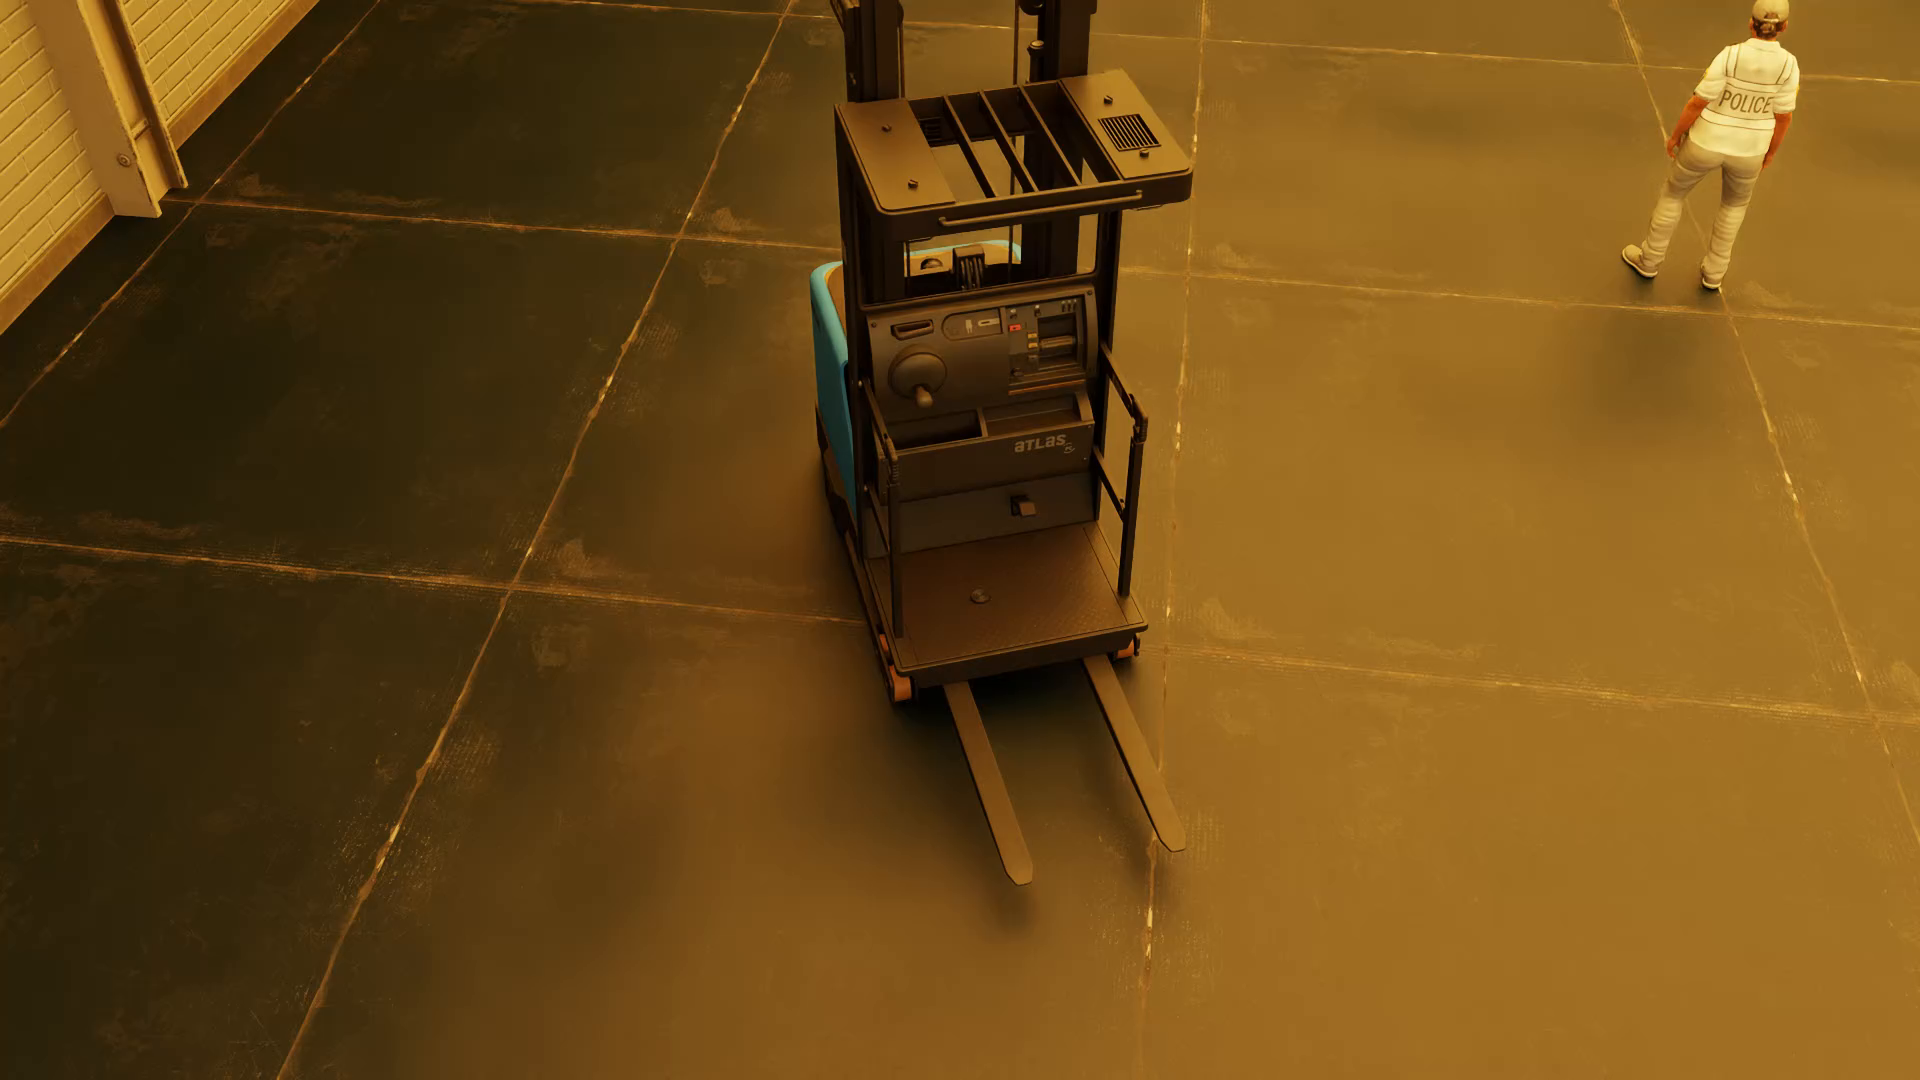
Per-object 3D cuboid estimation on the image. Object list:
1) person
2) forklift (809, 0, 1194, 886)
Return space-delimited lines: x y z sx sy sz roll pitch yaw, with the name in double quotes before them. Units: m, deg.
"person" 4.120 -2.151 9.015 0.590 1.650 0.422 10 43 10
"forklift" 0.153 -0.681 6.465 1.130 2.935 3.031 -10 44 -11
